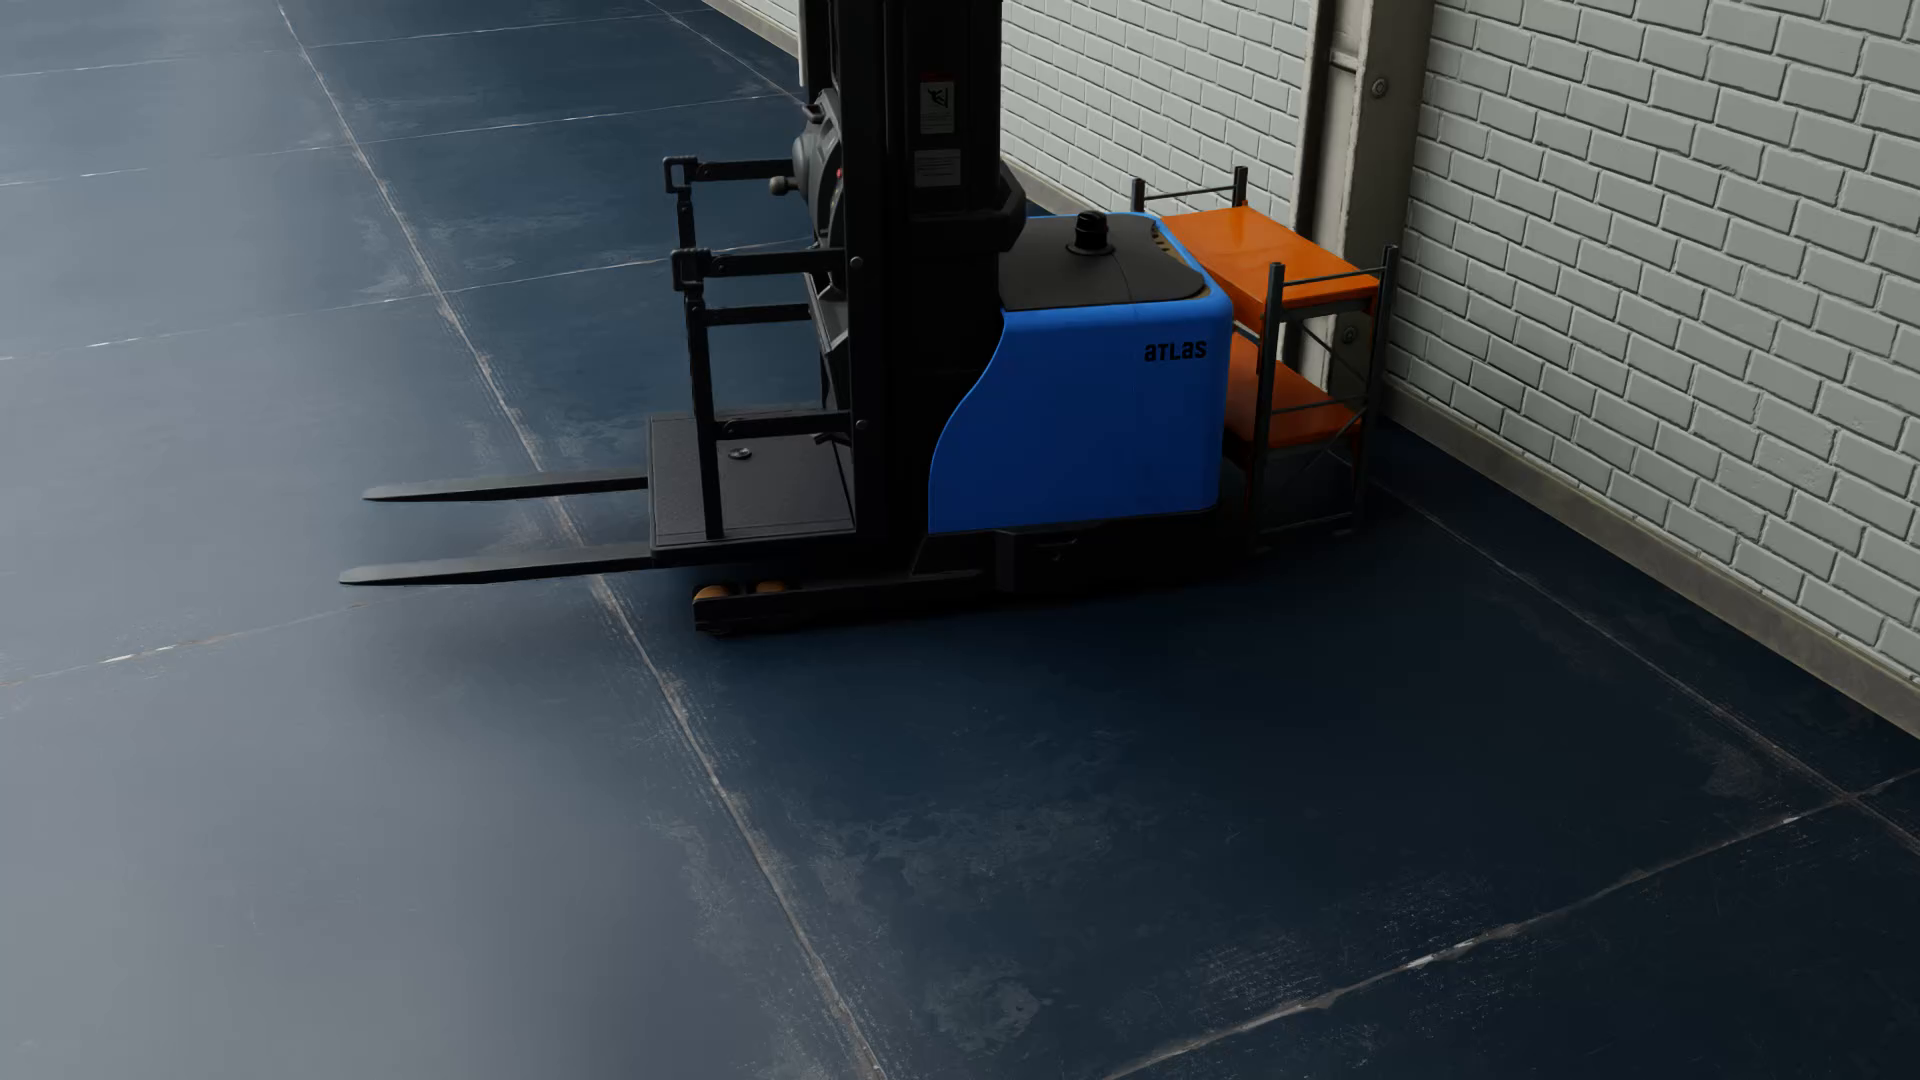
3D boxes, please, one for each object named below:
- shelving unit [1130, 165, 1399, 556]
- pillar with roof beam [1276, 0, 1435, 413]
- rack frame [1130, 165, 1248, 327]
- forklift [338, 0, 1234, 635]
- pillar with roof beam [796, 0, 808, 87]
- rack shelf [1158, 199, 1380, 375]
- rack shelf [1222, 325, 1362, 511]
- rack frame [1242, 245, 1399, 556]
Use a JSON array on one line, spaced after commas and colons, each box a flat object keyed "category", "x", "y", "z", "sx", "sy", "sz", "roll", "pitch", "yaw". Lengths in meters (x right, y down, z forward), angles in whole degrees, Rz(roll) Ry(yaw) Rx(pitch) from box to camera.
[{"category": "shelving unit", "x": 1.094, "y": -0.714, "z": 6.374, "sx": 0.538, "sy": 1.125, "sz": 1.048, "roll": -11, "pitch": 31, "yaw": -19}, {"category": "pillar with roof beam", "x": -2.266, "y": -3.656, "z": 3.570, "sx": 9.100, "sy": 9.000, "sz": 0.400, "roll": -13, "pitch": 32, "yaw": -22}, {"category": "rack frame", "x": 0.903, "y": -0.945, "z": 6.784, "sx": 0.500, "sy": 1.125, "sz": 0.032, "roll": -11, "pitch": 31, "yaw": -19}, {"category": "forklift", "x": -0.642, "y": -1.235, "z": 5.455, "sx": 3.031, "sy": 2.935, "sz": 1.130, "roll": -5, "pitch": 30, "yaw": -9}, {"category": "pillar with roof beam", "x": -4.842, "y": -6.307, "z": 8.296, "sx": 9.100, "sy": 9.000, "sz": 0.400, "roll": -13, "pitch": 32, "yaw": -22}, {"category": "rack shelf", "x": 1.094, "y": -0.969, "z": 6.230, "sx": 0.538, "sy": 0.278, "sz": 1.000, "roll": -11, "pitch": 31, "yaw": -19}, {"category": "rack shelf", "x": 1.094, "y": -0.501, "z": 6.493, "sx": 0.538, "sy": 0.278, "sz": 1.000, "roll": -11, "pitch": 31, "yaw": -19}, {"category": "rack frame", "x": 1.284, "y": -0.484, "z": 5.963, "sx": 0.500, "sy": 1.125, "sz": 0.032, "roll": -11, "pitch": 31, "yaw": -19}]
